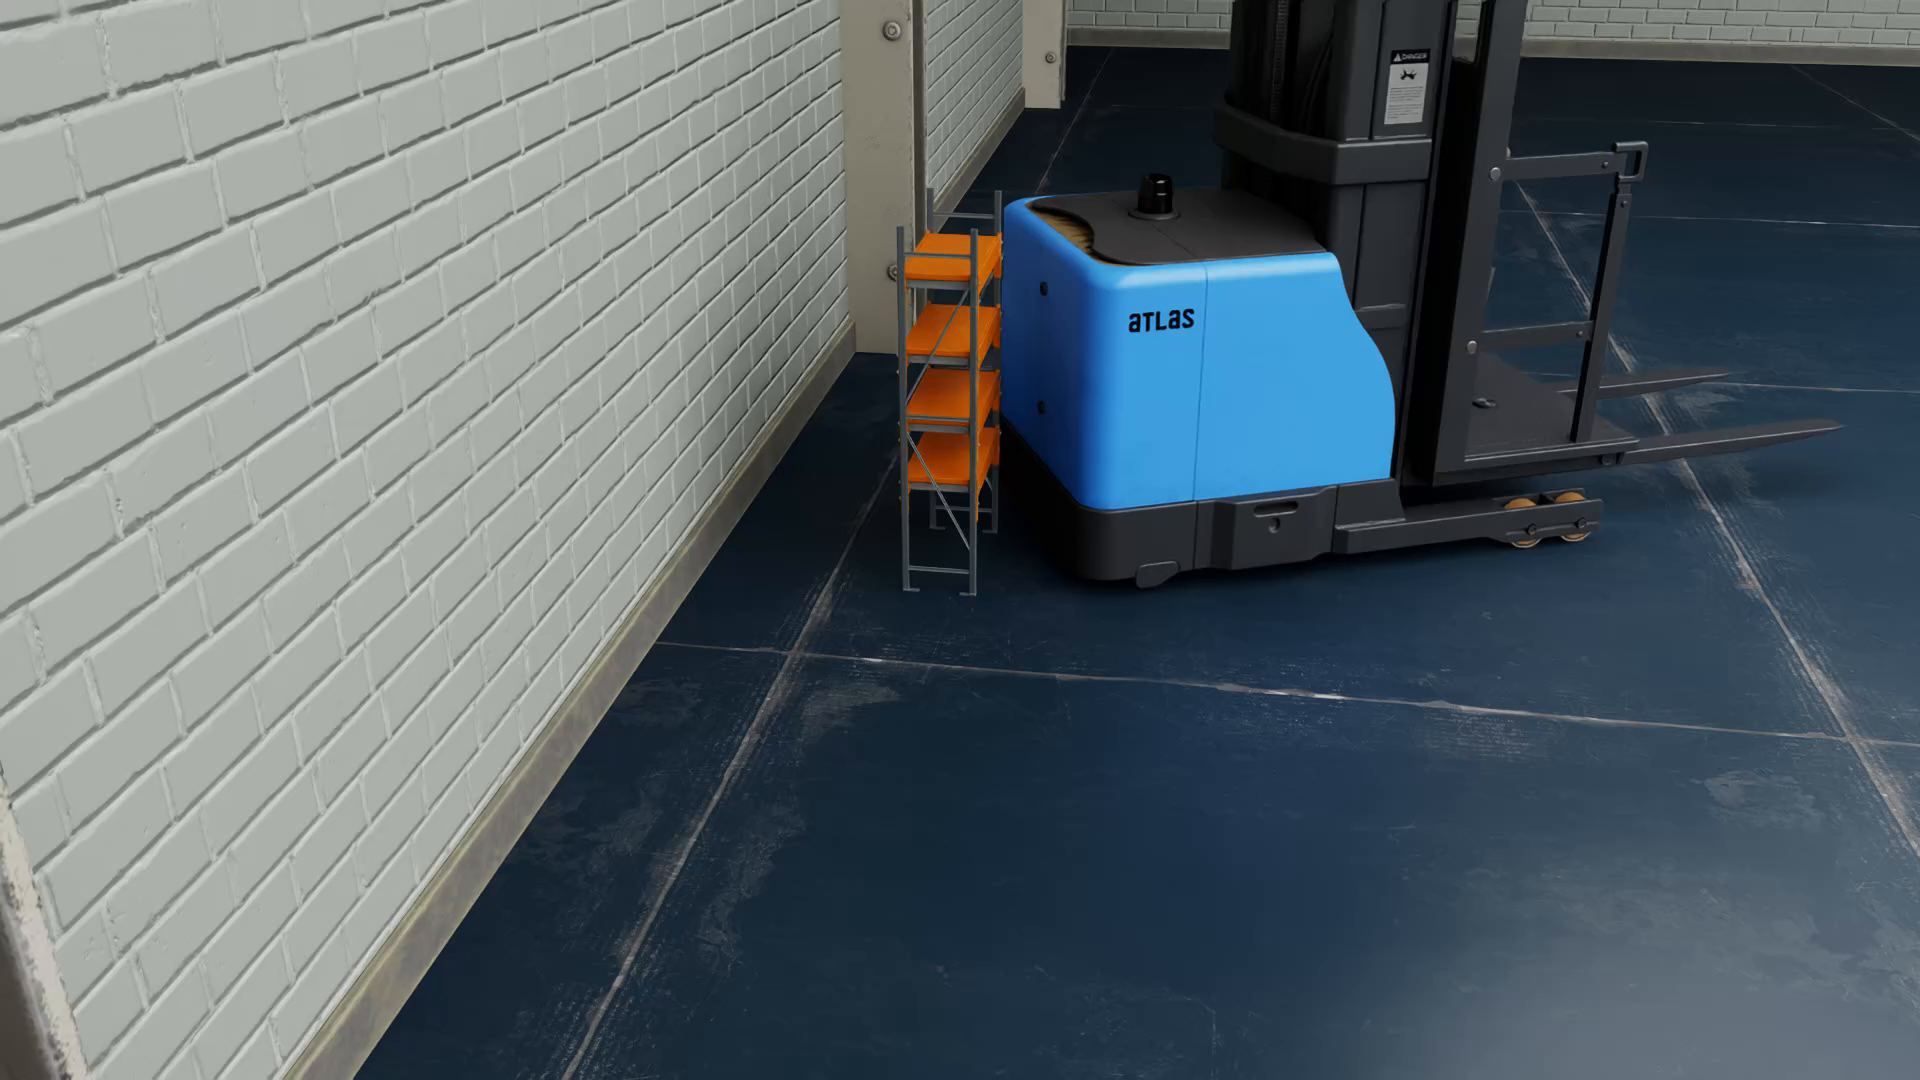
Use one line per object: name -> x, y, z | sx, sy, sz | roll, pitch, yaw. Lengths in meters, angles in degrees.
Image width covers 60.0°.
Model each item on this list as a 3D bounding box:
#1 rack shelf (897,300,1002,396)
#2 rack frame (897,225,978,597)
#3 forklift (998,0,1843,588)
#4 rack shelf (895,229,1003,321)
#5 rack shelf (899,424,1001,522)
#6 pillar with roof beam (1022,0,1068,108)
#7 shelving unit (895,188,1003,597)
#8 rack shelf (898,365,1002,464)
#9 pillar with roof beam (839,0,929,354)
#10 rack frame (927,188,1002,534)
rack shelf -> -0.027, -0.616, 5.281 | 0.258, 0.148, 0.480 | 4, 25, 9
rack frame -> -0.067, -0.372, 5.130 | 0.240, 1.200, 0.015 | 4, 25, 9
forklift -> 1.706, -1.508, 5.514 | 3.031, 2.935, 1.130 | -7, 26, -14
rack shelf -> -0.027, -0.830, 5.181 | 0.258, 0.148, 0.480 | 4, 25, 9
rack shelf -> -0.027, -0.233, 5.460 | 0.258, 0.148, 0.480 | 4, 25, 9
pillar with roof beam -> 4.900, -7.221, 10.562 | 9.100, 9.000, 0.400 | 4, 25, 9
shelving unit -> -0.027, -0.474, 5.348 | 0.258, 1.200, 0.503 | 4, 25, 9
rack shelf -> -0.027, -0.413, 5.376 | 0.258, 0.148, 0.480 | 4, 25, 9
pillar with roof beam -> 3.920, -4.712, 5.201 | 9.100, 9.000, 0.400 | 4, 25, 9
rack frame -> 0.013, -0.576, 5.566 | 0.240, 1.200, 0.015 | 4, 25, 9
